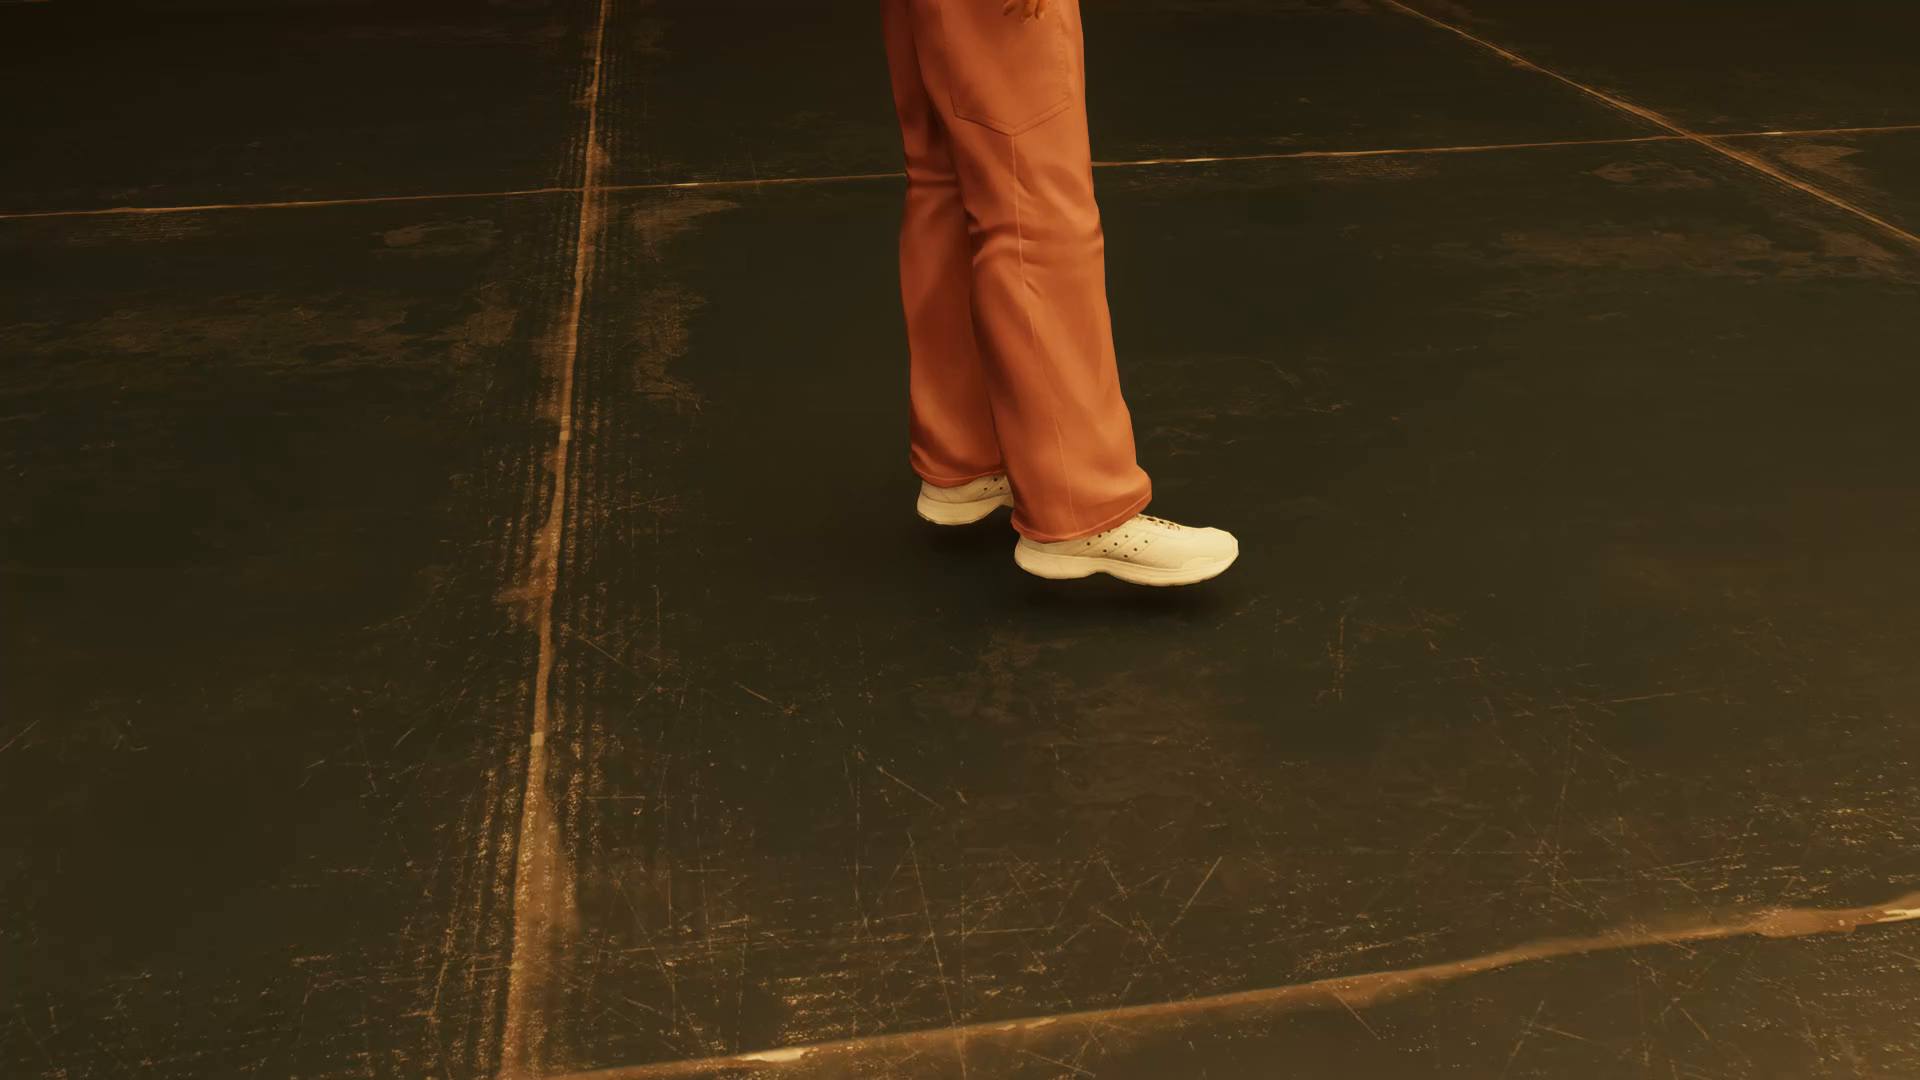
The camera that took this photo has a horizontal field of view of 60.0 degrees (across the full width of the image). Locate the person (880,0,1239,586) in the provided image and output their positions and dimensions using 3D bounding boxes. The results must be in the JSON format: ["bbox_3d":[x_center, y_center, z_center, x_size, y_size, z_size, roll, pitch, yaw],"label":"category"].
[{"bbox_3d":[0.074,-0.783,2.086,0.548,1.675,0.552,-5,28,-9],"label":"person"}]
